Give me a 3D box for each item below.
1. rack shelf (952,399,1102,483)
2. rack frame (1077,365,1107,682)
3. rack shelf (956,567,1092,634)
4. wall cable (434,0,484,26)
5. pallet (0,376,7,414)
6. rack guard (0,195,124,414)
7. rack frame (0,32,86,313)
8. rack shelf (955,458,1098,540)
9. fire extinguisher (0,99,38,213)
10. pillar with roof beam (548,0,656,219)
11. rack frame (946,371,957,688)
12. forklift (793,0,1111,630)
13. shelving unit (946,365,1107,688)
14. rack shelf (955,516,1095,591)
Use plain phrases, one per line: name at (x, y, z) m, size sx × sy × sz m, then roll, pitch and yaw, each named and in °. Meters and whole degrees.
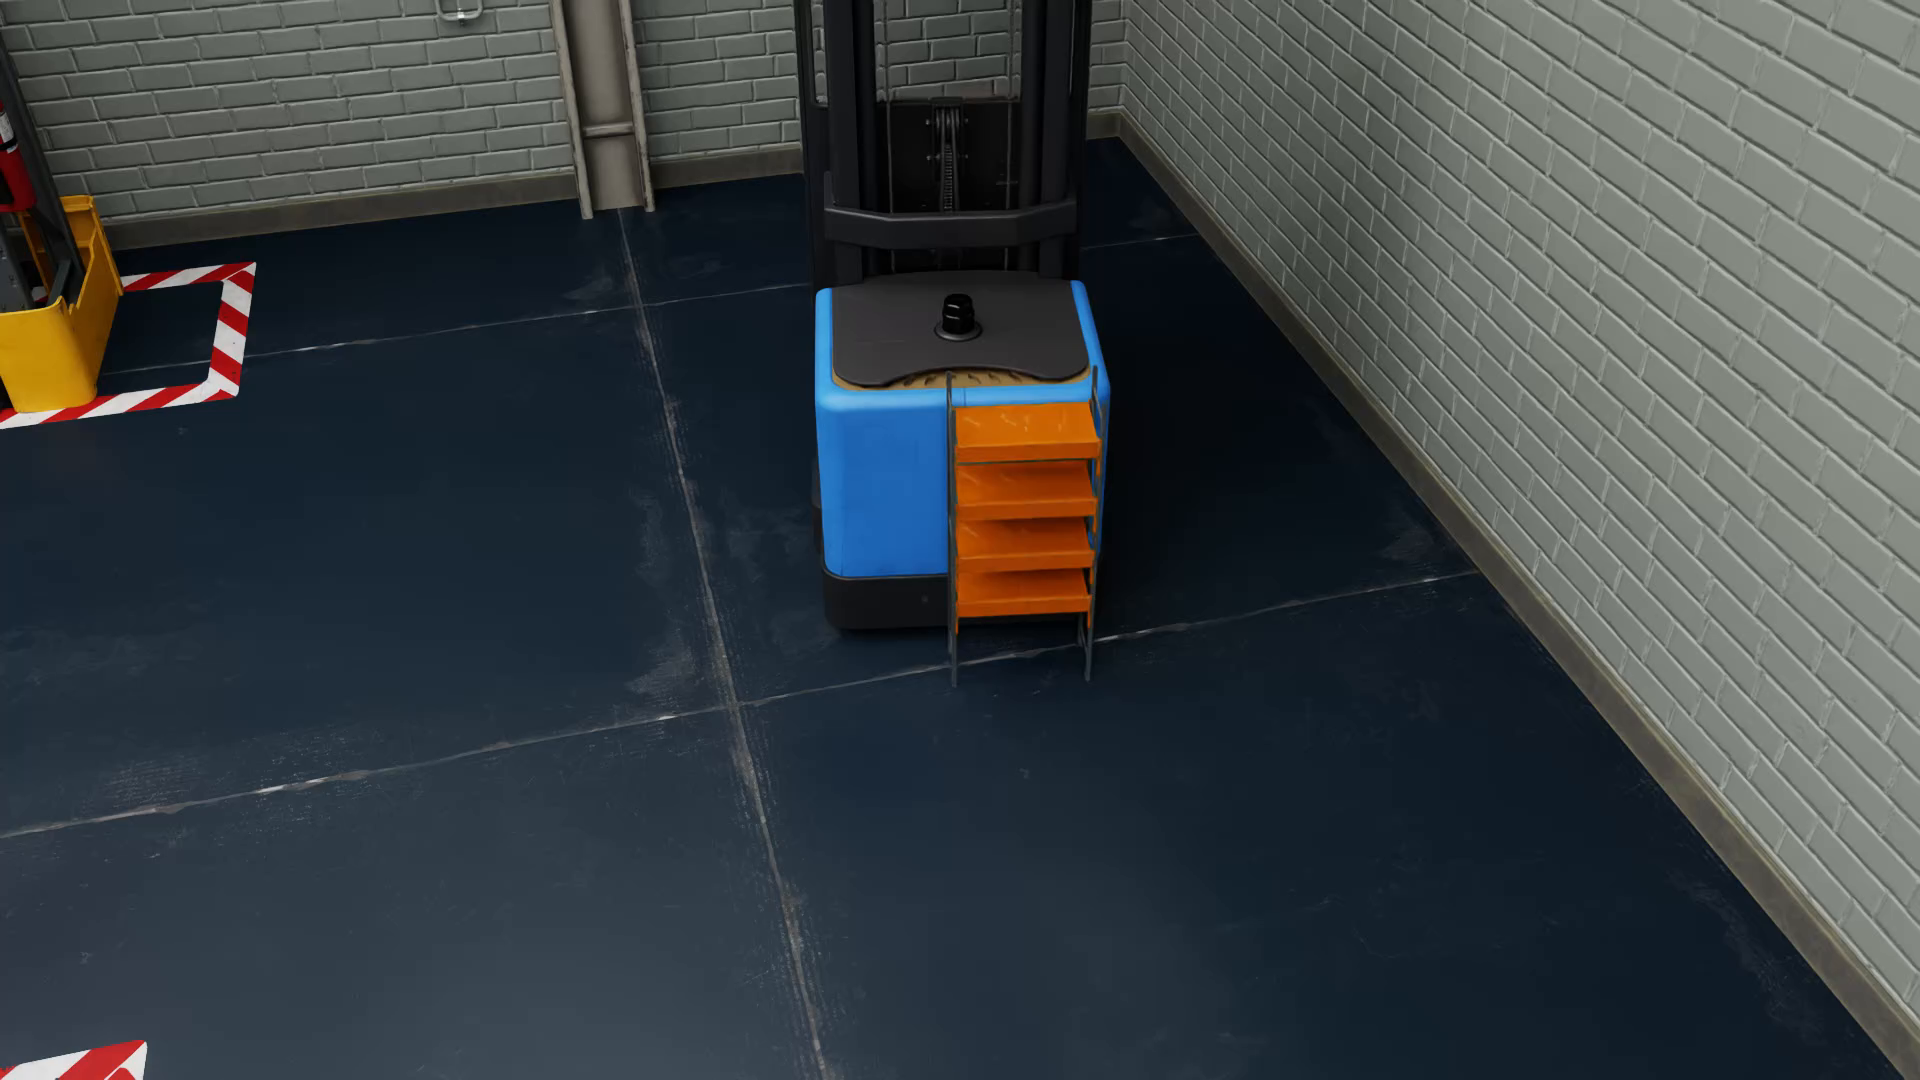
rack shelf at (0.215, -0.333, 5.552) m, size 0.480 × 0.148 × 0.258 m, roll -3°, pitch 37°, yaw -3°
rack frame at (0.458, -0.032, 5.805) m, size 0.015 × 1.200 × 0.240 m, roll -3°, pitch 37°, yaw -3°
rack shelf at (0.215, 0.190, 5.952) m, size 0.480 × 0.148 × 0.258 m, roll -3°, pitch 37°, yaw -3°
wall cable at (-3.287, -3.279, 7.732) m, size 1.851 × 1.984 × 0.084 m, roll -9°, pitch 38°, yaw -12°
pallet at (-5.028, -0.838, 7.672) m, size 1.213 × 0.211 × 1.003 m, roll -9°, pitch 38°, yaw -12°
rack guard at (-4.253, -1.129, 7.815) m, size 0.348 × 0.500 × 1.175 m, roll -9°, pitch 38°, yaw -12°
rack frame at (-4.277, -2.118, 7.050) m, size 0.127 × 3.000 × 1.000 m, roll -9°, pitch 38°, yaw -12°
rack shelf at (0.215, -0.145, 5.695) m, size 0.480 × 0.148 × 0.258 m, roll -3°, pitch 37°, yaw -3°
fire extinguisher at (-4.011, -1.693, 6.864) m, size 0.183 × 0.674 × 0.296 m, roll -9°, pitch 38°, yaw -12°
pillar with roof beam at (-0.773, -2.911, 3.149) m, size 0.400 × 9.000 × 9.100 m, roll -9°, pitch 38°, yaw -12°
rack frame at (-0.029, -0.010, 5.776) m, size 0.015 × 1.200 × 0.240 m, roll -3°, pitch 37°, yaw -3°
forklift at (-0.079, -1.707, 6.569) m, size 1.130 × 2.935 × 3.031 m, roll -2°, pitch 37°, yaw -3°
shelving unit at (0.215, -0.021, 5.790) m, size 0.503 × 1.200 × 0.258 m, roll -3°, pitch 37°, yaw -3°
rack shelf at (0.215, 0.032, 5.831) m, size 0.480 × 0.148 × 0.258 m, roll -3°, pitch 37°, yaw -3°
